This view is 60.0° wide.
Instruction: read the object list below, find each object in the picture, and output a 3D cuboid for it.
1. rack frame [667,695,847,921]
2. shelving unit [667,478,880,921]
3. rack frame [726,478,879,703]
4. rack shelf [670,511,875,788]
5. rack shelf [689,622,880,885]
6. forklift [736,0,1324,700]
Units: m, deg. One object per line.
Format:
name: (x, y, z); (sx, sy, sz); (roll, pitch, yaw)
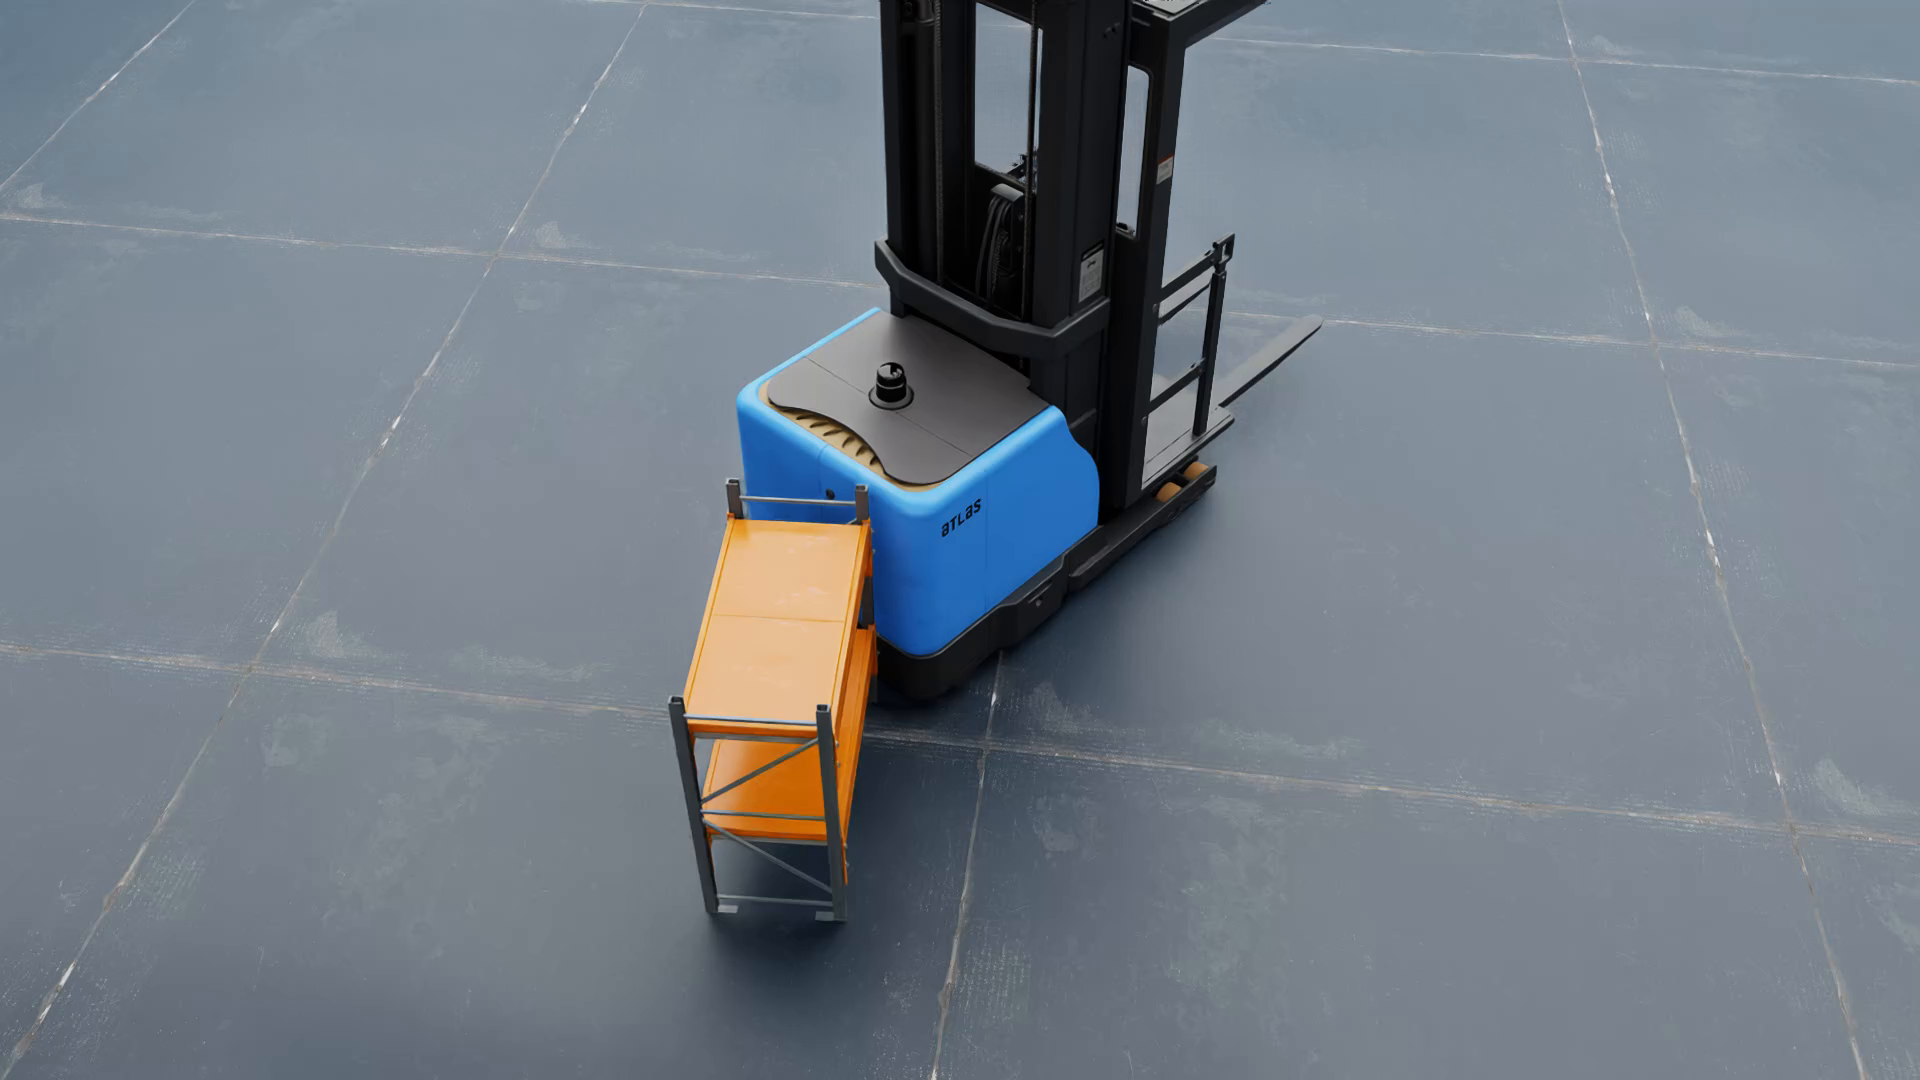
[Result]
rack frame: (-0.648, 0.911, 5.492); (0.500, 1.125, 0.032); (3, 44, 3)
shelving unit: (-0.611, 0.562, 5.860); (0.538, 1.125, 1.048); (3, 44, 3)
rack frame: (-0.574, 0.214, 6.228); (0.500, 1.125, 0.032); (3, 44, 3)
rack shelf: (-0.611, 0.350, 5.659); (0.538, 0.278, 1.000); (3, 44, 3)
rack shelf: (-0.611, 0.740, 6.028); (0.538, 0.278, 1.000); (3, 44, 3)
forklift: (0.499, -1.366, 6.583); (1.130, 2.935, 3.031); (32, 52, 29)
